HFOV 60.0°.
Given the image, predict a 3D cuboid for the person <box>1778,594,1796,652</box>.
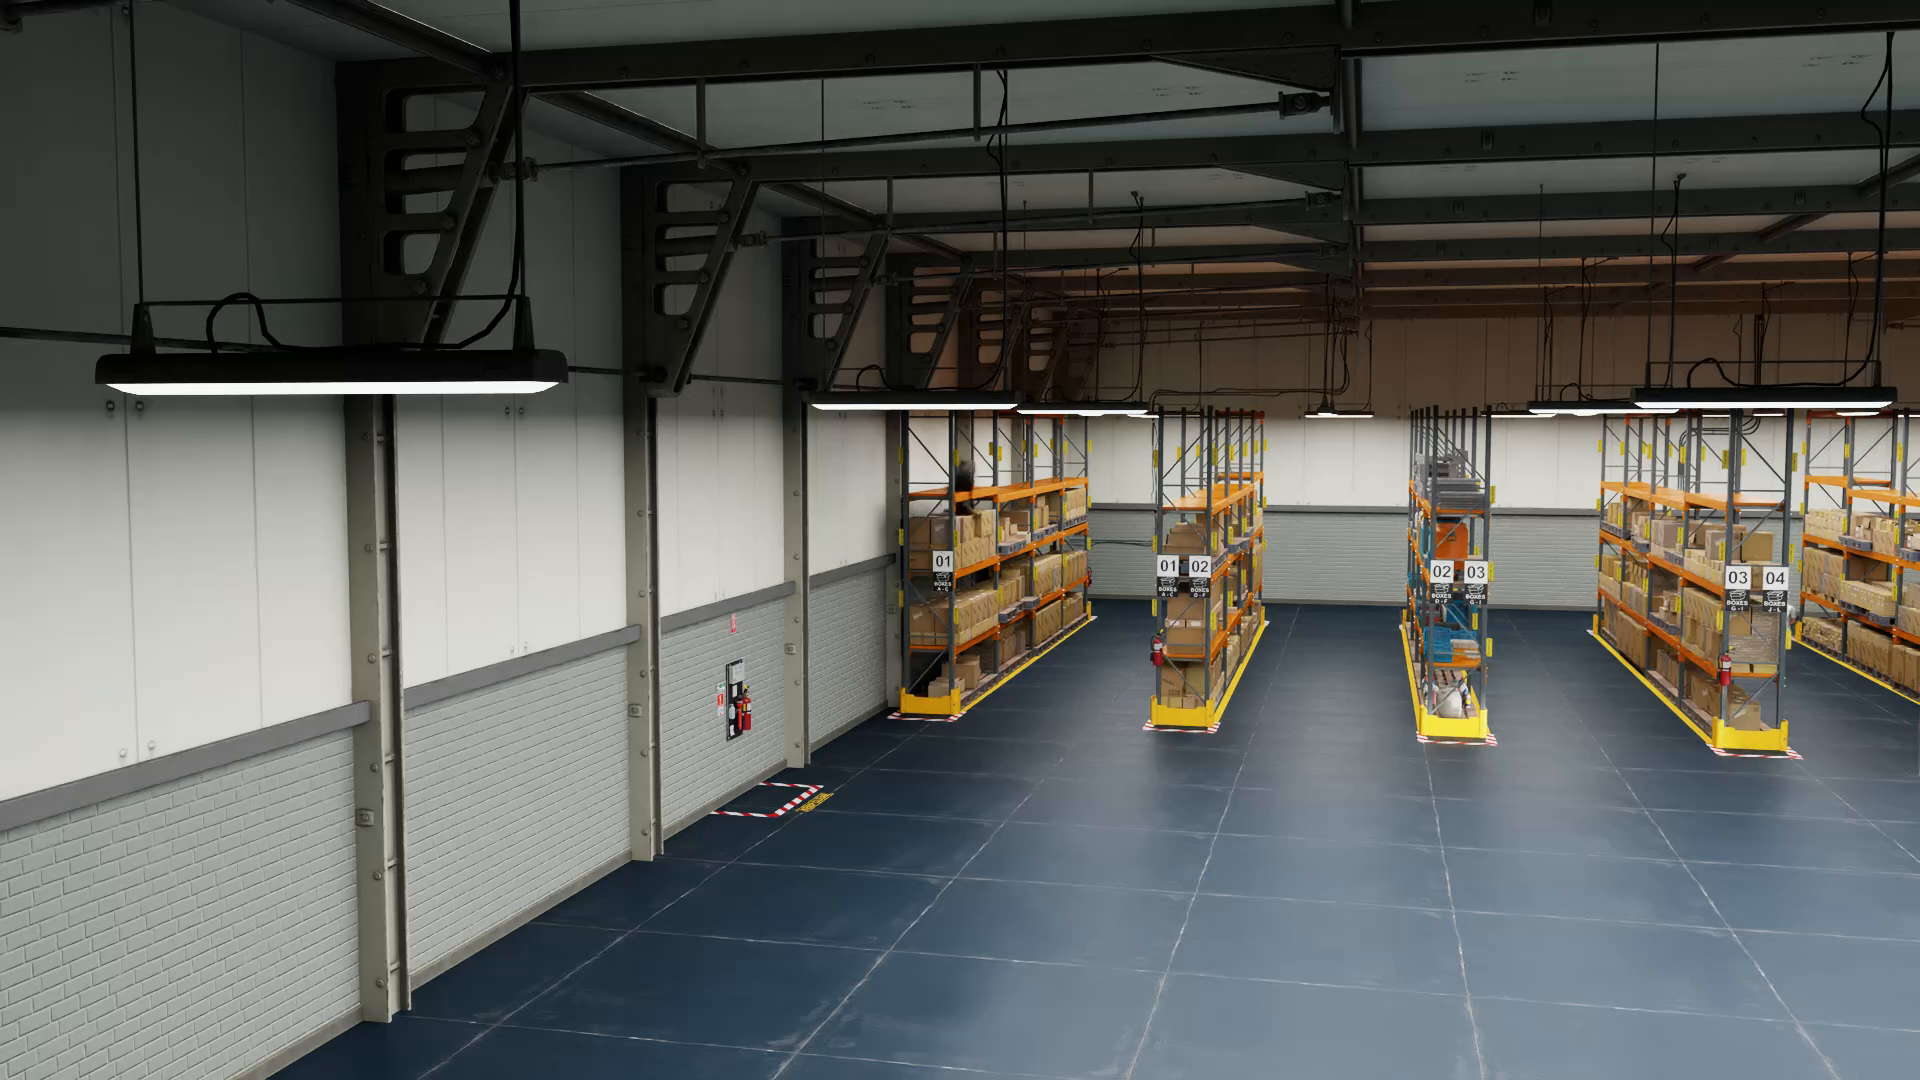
[{"bbox_3d":[18.936,2.064,38.509,0.763,1.724,0.801,3,5,32],"label":"person"}]
